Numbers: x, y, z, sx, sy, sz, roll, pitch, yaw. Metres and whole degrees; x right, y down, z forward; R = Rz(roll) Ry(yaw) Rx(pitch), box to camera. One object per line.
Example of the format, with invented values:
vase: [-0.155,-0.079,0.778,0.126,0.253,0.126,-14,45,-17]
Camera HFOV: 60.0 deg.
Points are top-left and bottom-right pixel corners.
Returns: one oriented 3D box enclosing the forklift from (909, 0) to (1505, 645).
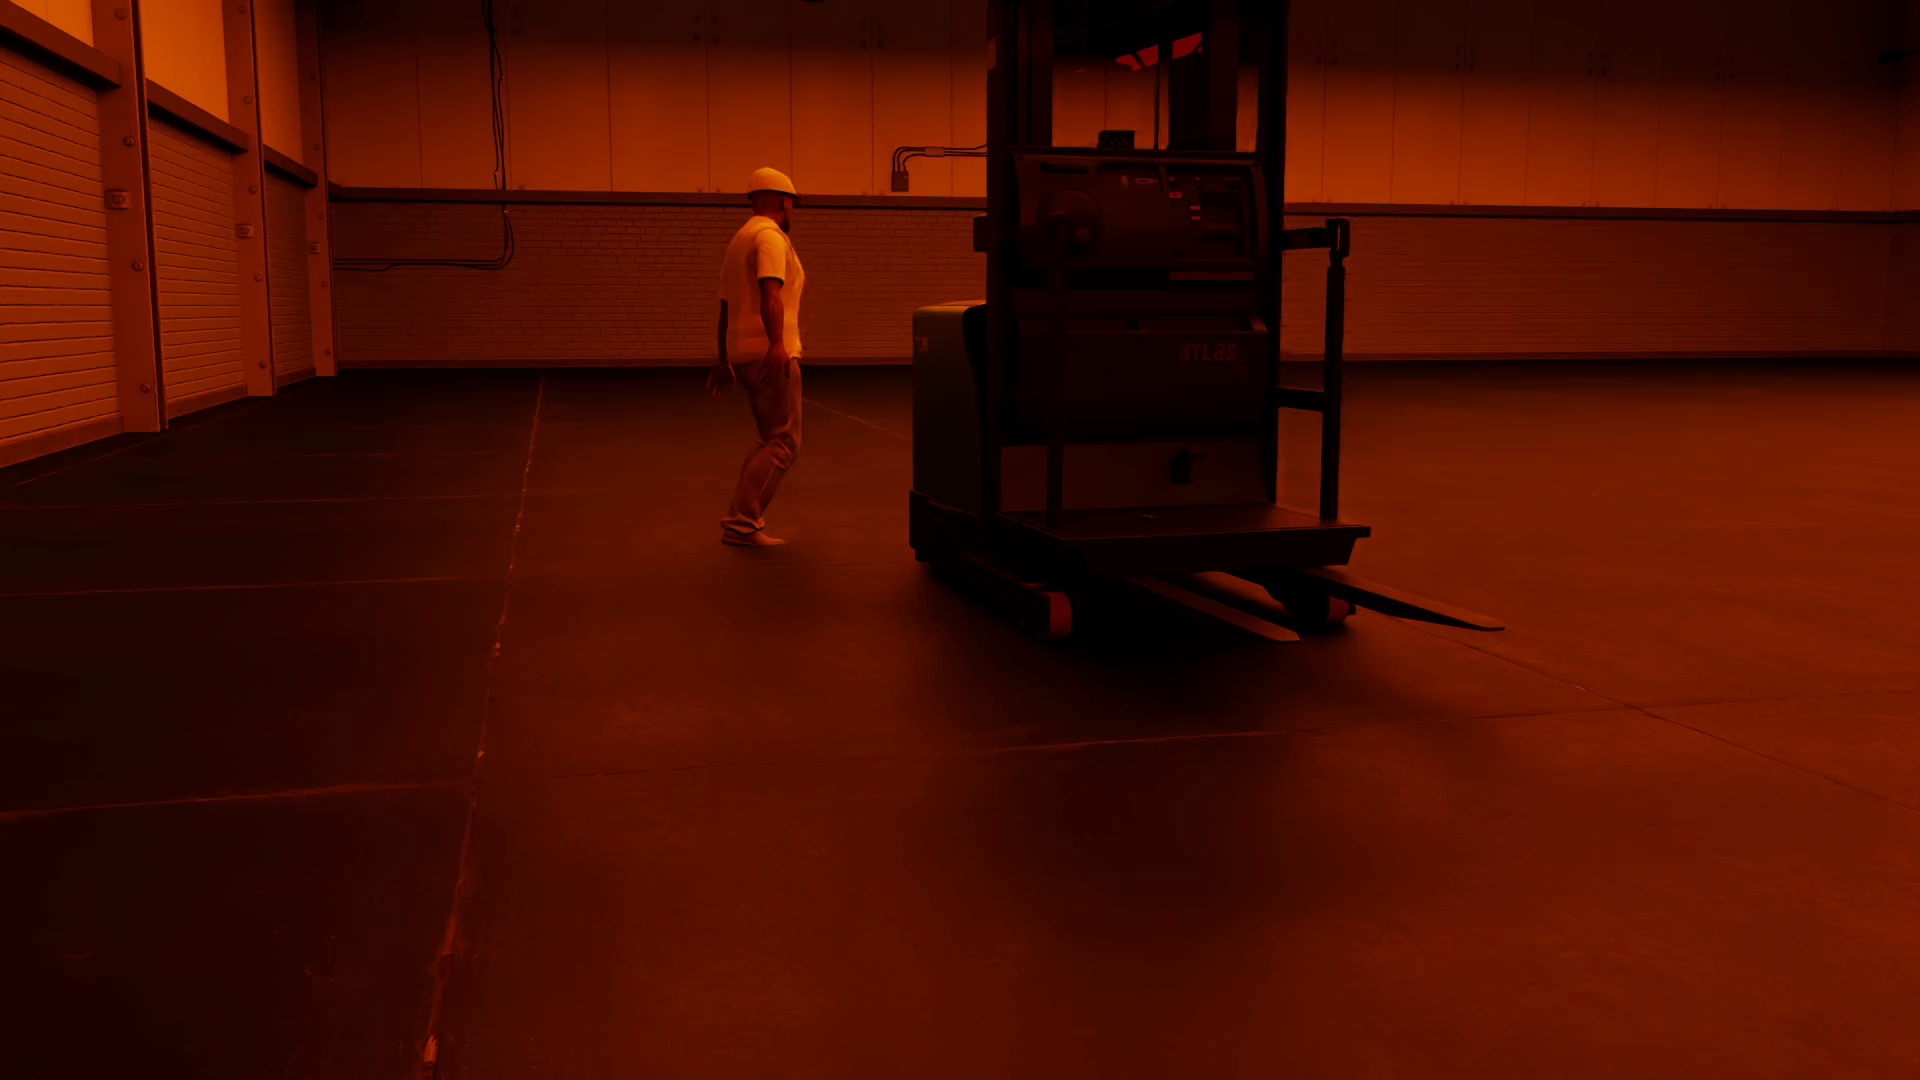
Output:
forklift: [0.700,-1.185,5.598,1.130,2.935,3.031,-2,8,-17]

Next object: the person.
person: [-0.904,-0.830,7.611,0.481,1.737,0.903,-3,9,-21]
